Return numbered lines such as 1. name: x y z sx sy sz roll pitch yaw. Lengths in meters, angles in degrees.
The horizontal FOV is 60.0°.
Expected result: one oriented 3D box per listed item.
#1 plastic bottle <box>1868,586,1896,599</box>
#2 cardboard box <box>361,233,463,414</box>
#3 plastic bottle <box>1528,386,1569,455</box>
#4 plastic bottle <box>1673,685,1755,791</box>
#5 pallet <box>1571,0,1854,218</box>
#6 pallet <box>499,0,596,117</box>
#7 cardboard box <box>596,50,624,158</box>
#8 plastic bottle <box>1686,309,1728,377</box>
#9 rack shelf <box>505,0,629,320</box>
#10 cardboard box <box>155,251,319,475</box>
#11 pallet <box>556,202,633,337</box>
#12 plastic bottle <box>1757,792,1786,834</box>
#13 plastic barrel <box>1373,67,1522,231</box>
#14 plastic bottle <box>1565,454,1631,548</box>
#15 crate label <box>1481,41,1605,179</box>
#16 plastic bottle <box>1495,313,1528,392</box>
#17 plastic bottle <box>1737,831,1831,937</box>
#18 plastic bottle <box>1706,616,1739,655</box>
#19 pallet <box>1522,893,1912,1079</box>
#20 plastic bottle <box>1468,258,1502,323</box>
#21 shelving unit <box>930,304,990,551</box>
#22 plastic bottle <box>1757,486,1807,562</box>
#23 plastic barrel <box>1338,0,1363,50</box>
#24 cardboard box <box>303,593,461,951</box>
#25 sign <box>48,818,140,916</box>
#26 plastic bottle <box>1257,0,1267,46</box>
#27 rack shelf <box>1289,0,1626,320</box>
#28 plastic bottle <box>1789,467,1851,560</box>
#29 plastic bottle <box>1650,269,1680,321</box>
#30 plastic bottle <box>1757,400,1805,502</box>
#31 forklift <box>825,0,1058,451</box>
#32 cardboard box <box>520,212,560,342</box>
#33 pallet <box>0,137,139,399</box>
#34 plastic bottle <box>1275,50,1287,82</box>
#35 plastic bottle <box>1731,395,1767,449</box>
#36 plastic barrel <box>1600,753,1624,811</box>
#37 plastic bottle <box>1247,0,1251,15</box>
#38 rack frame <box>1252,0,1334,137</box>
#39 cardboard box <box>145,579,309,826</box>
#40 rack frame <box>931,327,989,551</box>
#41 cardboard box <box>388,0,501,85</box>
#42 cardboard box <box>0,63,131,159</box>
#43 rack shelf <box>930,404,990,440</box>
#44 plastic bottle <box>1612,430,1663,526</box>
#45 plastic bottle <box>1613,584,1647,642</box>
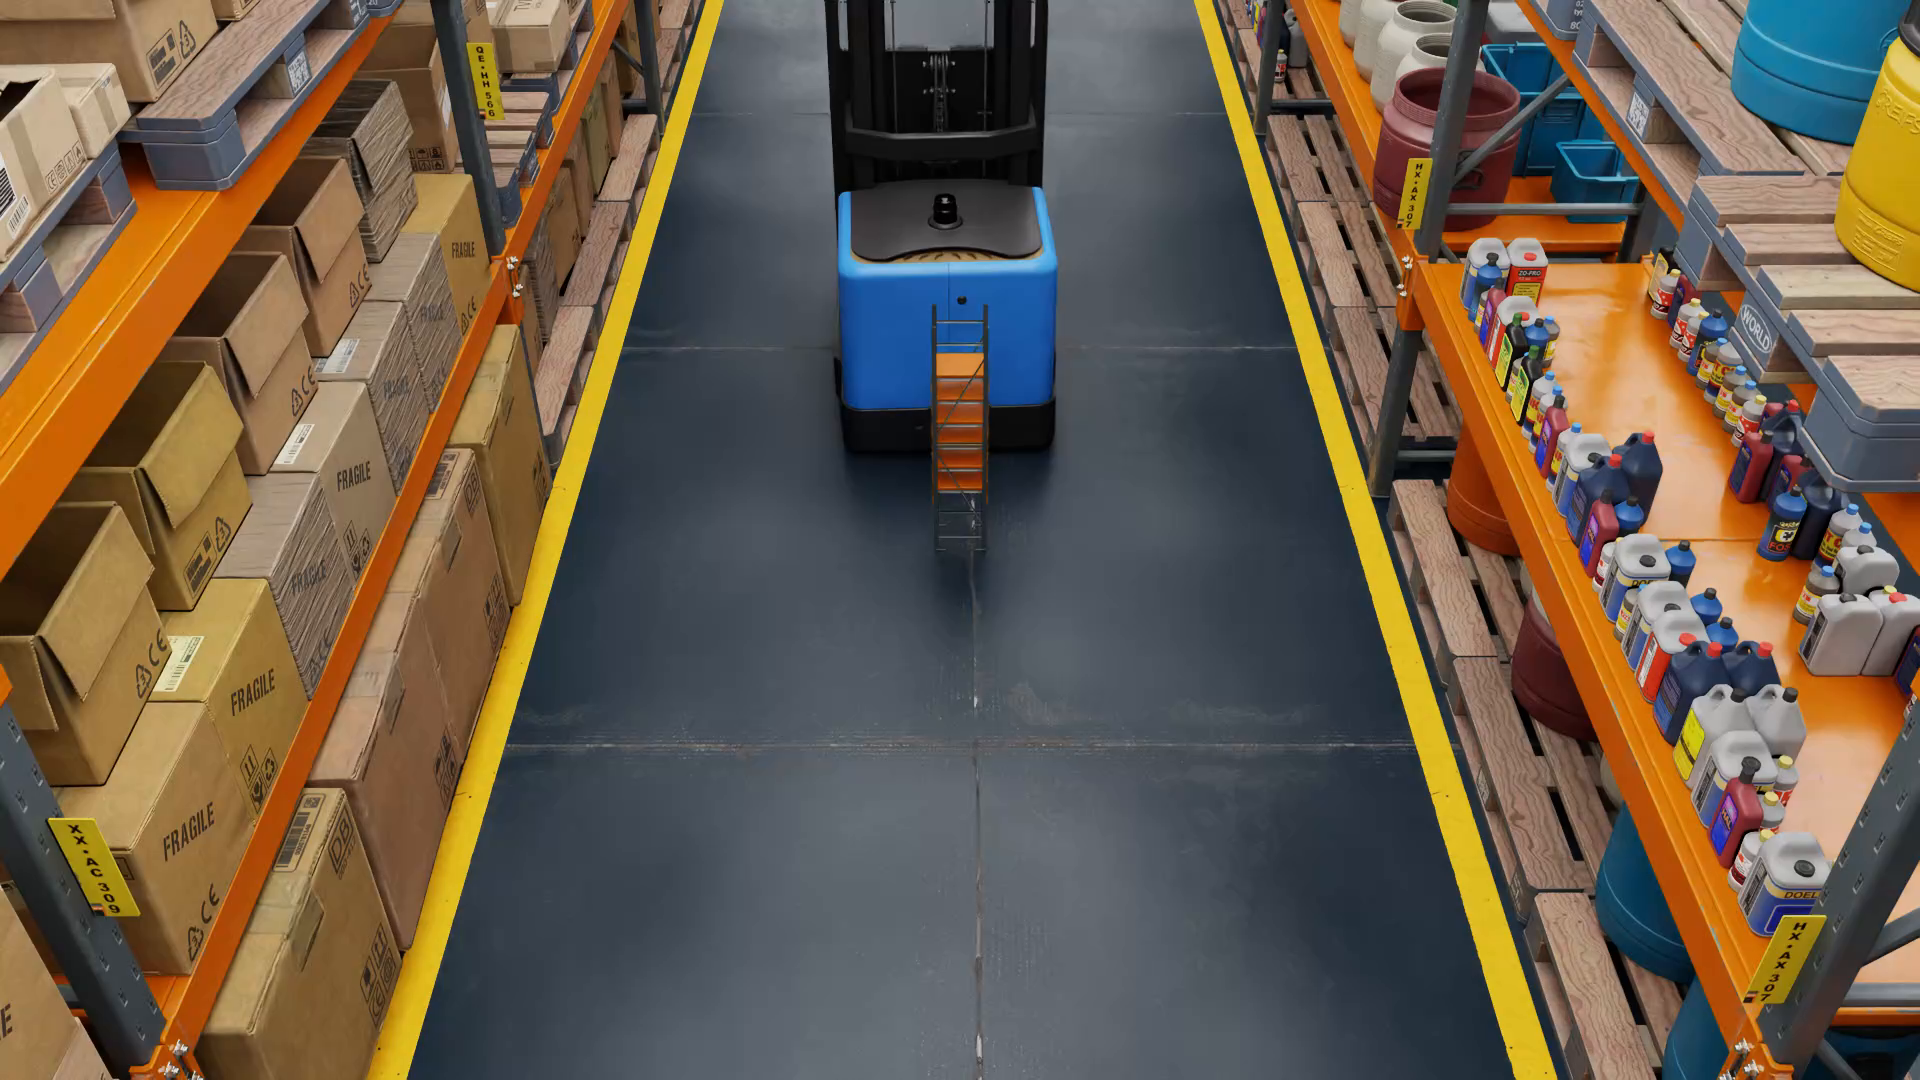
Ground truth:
1. plastic bottle: 2.887 0.231 5.222 0.097 0.201 0.097 0 39 0
2. cardboard box: -2.234 -0.822 6.297 0.500 0.500 0.500 0 39 0
3. plastic bottle: 2.127 -0.435 5.997 0.097 0.271 0.097 0 39 0
4. plastic bottle: 2.152 0.540 4.717 0.144 0.351 0.185 0 39 0
5. pallet: 2.378 -1.201 4.603 1.003 0.211 1.213 0 39 0
6. pallet: -2.520 -2.566 8.707 1.003 0.211 1.213 0 39 0
7. cardboard box: -2.502 -2.717 10.388 0.700 0.500 0.500 -3 39 -4
8. plastic bottle: 2.886 -0.765 6.409 0.097 0.271 0.097 0 39 0
9. rack shelf: -2.479 -2.373 8.888 1.077 0.370 4.000 0 39 0
10. cardboard box: -2.487 -0.549 5.155 0.797 0.503 0.637 1 39 1
11. pallet: -2.475 -1.564 9.533 1.003 0.211 1.213 0 39 0
12. plastic bottle: 2.190 0.770 4.549 0.097 0.201 0.097 0 39 0
13. plastic barrel: 2.173 -1.750 7.426 0.600 0.536 0.708 0 39 0
14. plastic bottle: 2.151 -0.149 5.577 0.144 0.351 0.185 0 39 0
15. crate label: 2.745 -2.042 7.871 0.502 0.435 0.616 0 39 0
16. plastic bottle: 2.108 -0.717 6.339 0.061 0.283 0.133 0 39 0
17. plastic bottle: 2.157 0.897 4.331 0.152 0.276 0.135 0 39 0
18. plastic bottle: 2.281 0.343 5.026 0.097 0.271 0.097 0 39 0
19. pallet: 2.521 1.700 5.459 1.003 0.211 1.213 0 39 0
20. plastic bottle: 2.126 -1.013 6.718 0.097 0.271 0.097 0 39 0
21. shelving unit: 0.000 -0.477 7.386 0.258 1.200 0.189 0 39 0
22. plastic bottle: 2.743 -0.063 5.533 0.097 0.271 0.097 0 39 0
23. plastic barrel: 2.254 -2.904 8.866 0.433 0.535 0.433 0 39 0
24. cardboard box: -2.495 0.805 5.710 1.225 0.875 0.875 -1 39 -2
25. sign: -1.917 0.728 3.687 0.100 0.325 0.005 0 39 0
26. plastic bottle: 2.140 -3.644 11.719 0.061 0.283 0.133 2 39 3
27. rack shelf: 2.474 -2.376 8.892 1.077 0.370 4.000 0 39 0
28. plastic bottle: 2.863 -0.121 5.542 0.144 0.351 0.185 0 39 0
29. plastic bottle: 2.885 -1.004 6.763 0.097 0.201 0.097 0 39 0
30. plastic bottle: 2.863 -0.320 5.790 0.144 0.351 0.185 0 39 0
31. forklift: -0.127 -2.484 8.506 1.130 2.935 3.031 -2 39 -2
32. cardboard box: -2.511 -1.365 8.702 0.700 0.500 0.500 -3 39 -4
33. pallet: -2.523 -0.571 3.818 0.805 0.209 1.217 -1 39 -2
34. plastic bottle: 2.159 -3.214 11.248 0.097 0.201 0.097 0 39 0
35. plastic bottle: 2.886 -0.434 6.051 0.097 0.201 0.097 0 39 0
36. plastic barrel: 2.585 0.766 6.050 0.421 0.512 0.421 0 39 0
37. plastic bottle: 2.158 -3.979 12.146 0.097 0.271 0.097 0 39 0
38. rack frame: 2.471 -3.908 10.228 1.000 3.000 0.127 0 39 0
39. cardboard box: -2.224 0.457 4.701 0.500 0.500 0.500 0 39 0
40. rack frame: 0.000 -0.420 7.315 0.240 1.200 0.006 0 39 0
41. cardboard box: -2.618 -2.293 7.796 0.700 0.500 0.500 5 39 7
42. cardboard box: -2.324 -1.069 4.152 0.380 0.149 0.250 -2 39 -2
43. rack shelf: 0.000 -0.536 7.339 0.258 0.103 0.180 0 39 0
44. plastic bottle: 2.303 -0.234 5.682 0.144 0.351 0.185 0 39 0
45. plastic bottle: 2.128 0.226 5.229 0.097 0.201 0.097 0 39 0
